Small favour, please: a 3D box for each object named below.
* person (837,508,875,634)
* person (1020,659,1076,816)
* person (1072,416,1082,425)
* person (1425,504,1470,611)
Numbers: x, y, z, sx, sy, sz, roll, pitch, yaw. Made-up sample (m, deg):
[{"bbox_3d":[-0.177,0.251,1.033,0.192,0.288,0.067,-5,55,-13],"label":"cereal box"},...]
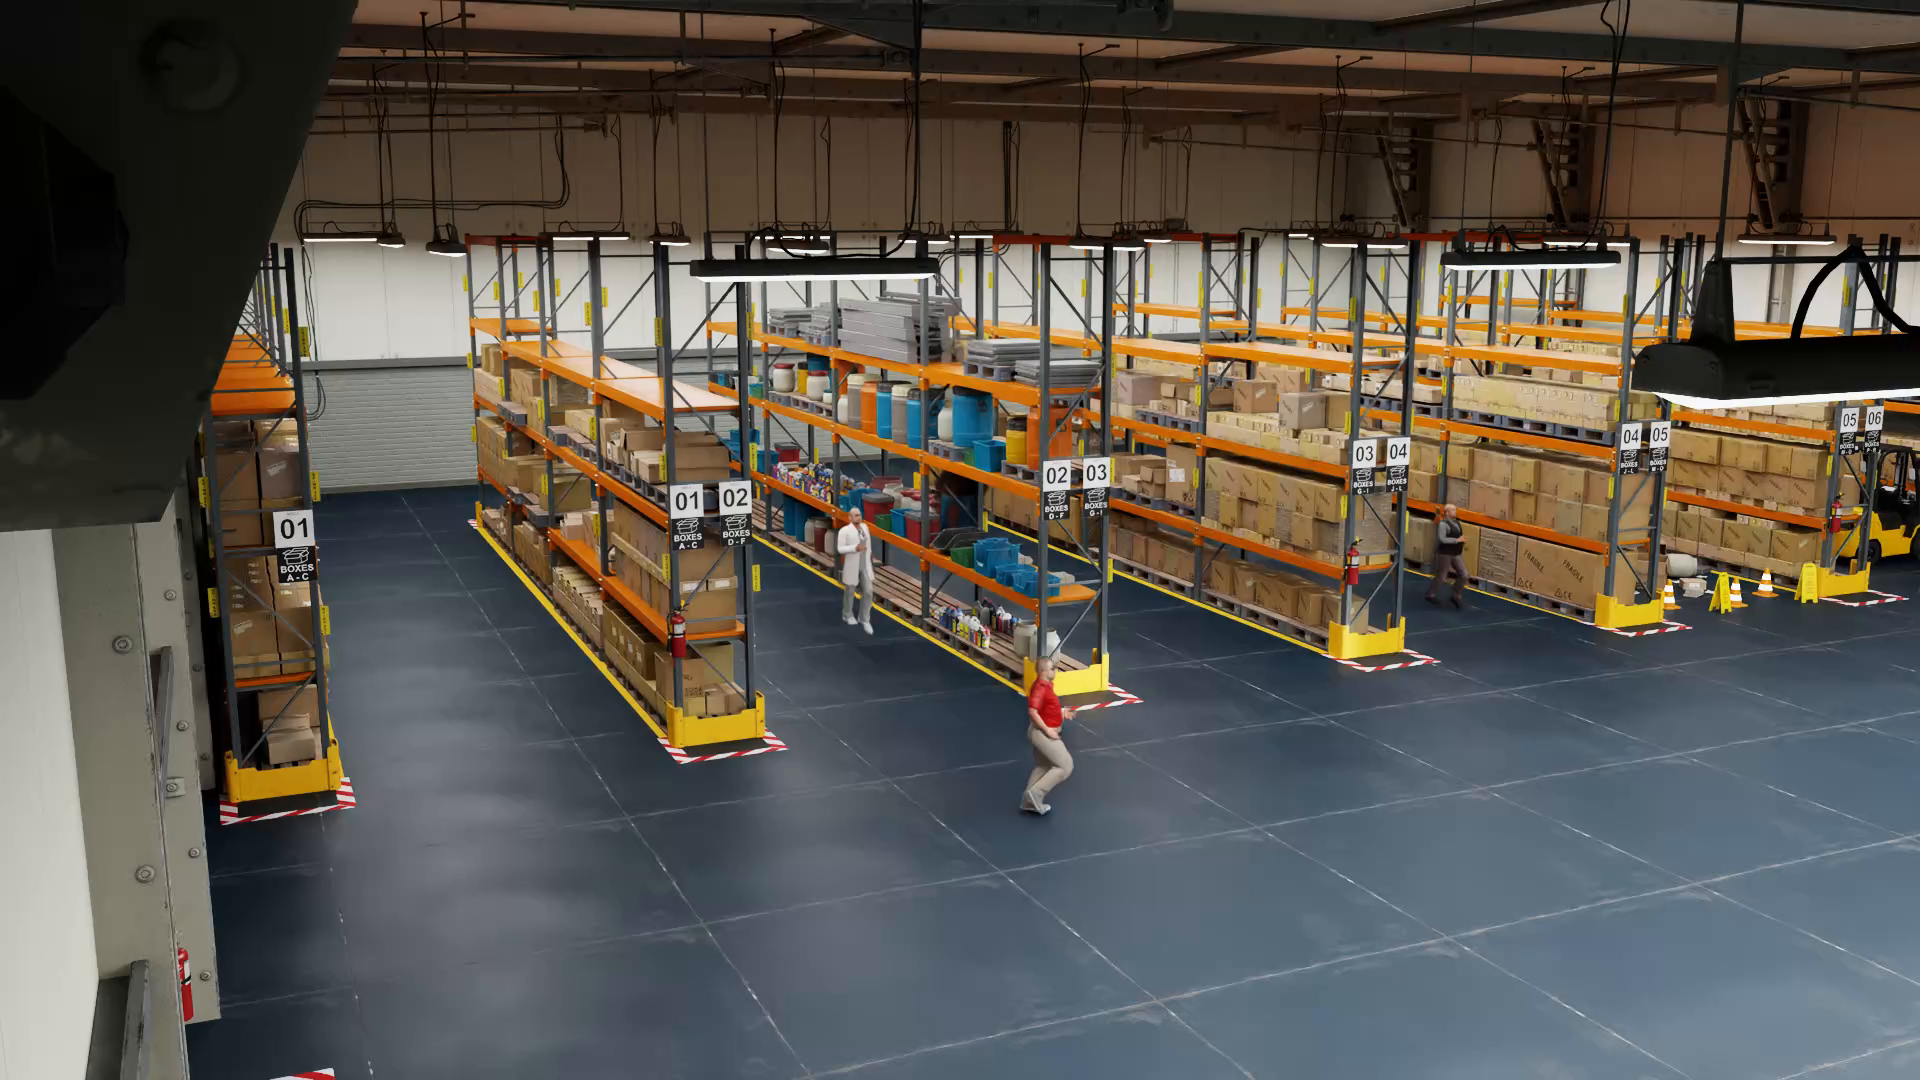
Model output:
[{"bbox_3d":[-1.507,0.460,24.690,0.685,1.884,0.759,-7,13,-32],"label":"person"},{"bbox_3d":[0.965,2.101,17.828,0.617,1.689,0.634,-1,11,-7],"label":"person"},{"bbox_3d":[2.838,-2.450,41.417,0.645,1.638,0.535,2,11,10],"label":"person"},{"bbox_3d":[8.002,0.283,27.185,0.624,1.779,0.747,-8,14,-36],"label":"person"}]
